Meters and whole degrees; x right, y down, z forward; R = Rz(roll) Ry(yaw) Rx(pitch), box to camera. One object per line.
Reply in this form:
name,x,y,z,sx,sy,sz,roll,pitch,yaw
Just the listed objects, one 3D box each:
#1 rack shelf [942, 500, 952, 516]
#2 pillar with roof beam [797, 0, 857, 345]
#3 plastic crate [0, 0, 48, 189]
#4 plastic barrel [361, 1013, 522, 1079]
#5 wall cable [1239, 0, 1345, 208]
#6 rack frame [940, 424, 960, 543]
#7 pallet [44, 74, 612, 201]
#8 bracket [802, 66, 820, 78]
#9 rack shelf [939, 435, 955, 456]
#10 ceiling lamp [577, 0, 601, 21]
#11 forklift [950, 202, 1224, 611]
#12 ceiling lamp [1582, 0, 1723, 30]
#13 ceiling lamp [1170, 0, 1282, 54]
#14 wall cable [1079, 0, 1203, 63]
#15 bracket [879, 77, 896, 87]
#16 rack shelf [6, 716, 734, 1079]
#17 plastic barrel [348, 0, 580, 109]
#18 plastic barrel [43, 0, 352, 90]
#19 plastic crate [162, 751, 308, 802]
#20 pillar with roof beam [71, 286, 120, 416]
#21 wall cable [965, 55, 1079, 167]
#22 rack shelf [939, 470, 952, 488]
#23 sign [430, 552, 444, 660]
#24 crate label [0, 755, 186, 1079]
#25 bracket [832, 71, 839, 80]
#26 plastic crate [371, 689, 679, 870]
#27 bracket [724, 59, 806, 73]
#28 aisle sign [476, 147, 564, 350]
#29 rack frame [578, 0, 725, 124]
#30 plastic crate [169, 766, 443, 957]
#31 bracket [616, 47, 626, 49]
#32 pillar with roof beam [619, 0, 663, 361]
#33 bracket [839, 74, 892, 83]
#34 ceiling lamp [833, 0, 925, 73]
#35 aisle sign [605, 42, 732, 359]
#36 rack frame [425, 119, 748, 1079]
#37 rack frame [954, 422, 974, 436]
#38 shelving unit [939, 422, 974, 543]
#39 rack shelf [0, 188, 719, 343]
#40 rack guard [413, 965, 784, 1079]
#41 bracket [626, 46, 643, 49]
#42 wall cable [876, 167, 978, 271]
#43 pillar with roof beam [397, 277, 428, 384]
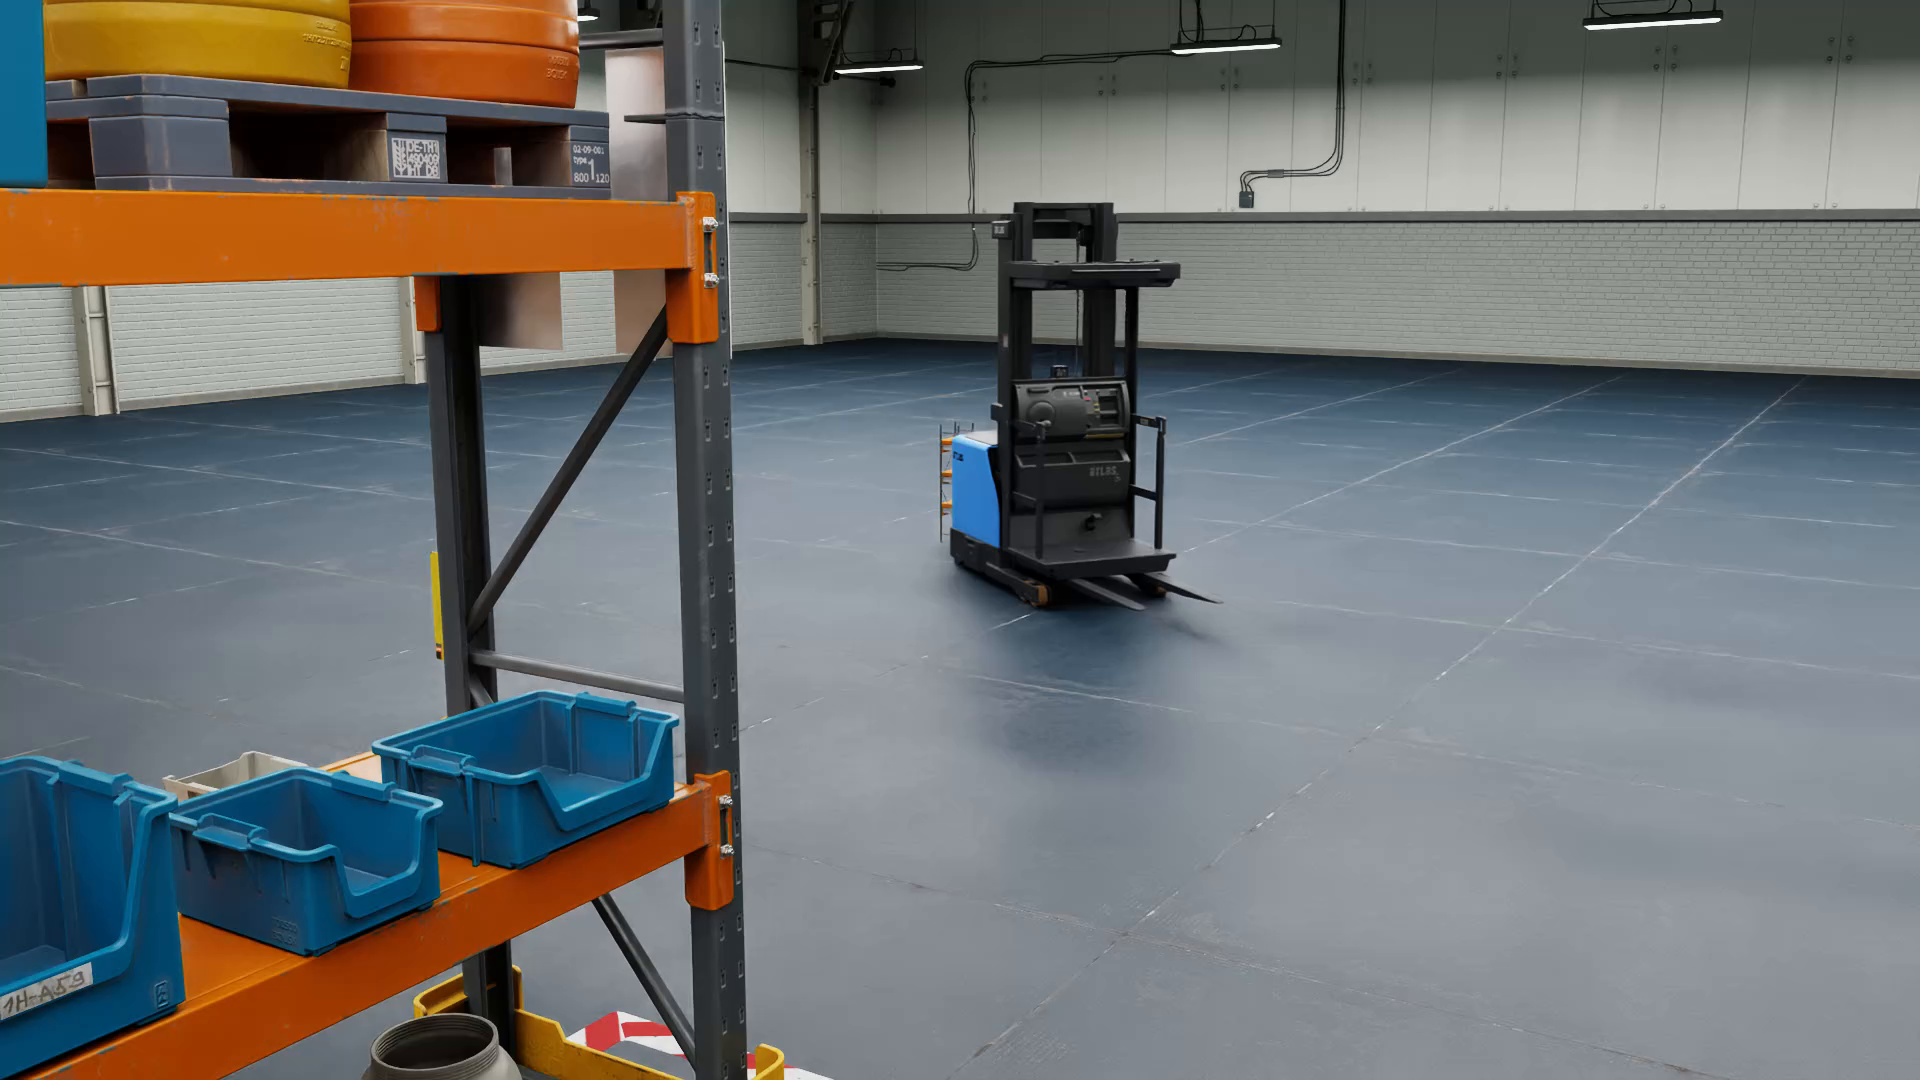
rack shelf,-0.028,-0.224,14.780,0.215,0.259,0.240,6,12,31
pillar with roof beam,0.127,-8.737,37.085,9.100,9.000,0.548,6,12,31
plastic crate,-1.781,-0.749,2.612,0.392,0.384,0.575,6,12,31
plastic barrel,-1.325,1.516,4.241,0.421,0.512,0.421,0,11,0
wall cable,7.213,-10.248,35.912,2.305,6.003,0.169,6,12,31
rack frame,-0.091,-0.488,14.625,0.200,1.050,0.008,6,12,31
pallet,-1.562,-0.872,3.739,1.003,0.211,1.213,6,12,31
bracket,-3.464,-10.819,38.421,0.235,0.232,0.430,6,12,31
rack shelf,-0.028,-0.776,14.677,0.215,0.259,0.240,6,12,31
ceiling lamp,-6.229,-9.524,25.422,2.000,3.185,0.800,6,12,31
forklift,0.939,-1.033,12.422,1.130,2.935,3.031,-4,11,-22
ceiling lamp,10.851,-9.576,25.701,2.000,3.185,0.800,6,12,31
ceiling lamp,4.817,-10.250,29.304,2.000,3.185,0.800,6,12,31
wall cable,4.065,-12.123,37.525,3.097,2.526,0.112,6,12,31
bracket,-1.803,-11.322,41.110,0.235,0.232,0.430,6,12,31
rack shelf,-2.087,1.057,3.029,1.077,0.370,4.000,6,12,31
plastic barrel,-1.192,-1.415,3.815,0.600,0.830,0.708,6,12,31
plastic barrel,-1.532,-1.194,3.288,0.600,0.588,0.600,0,11,0
plastic crate,-1.788,0.628,4.079,0.298,0.136,0.250,6,12,31
pillar with roof beam,-9.218,-5.907,21.964,9.100,9.000,0.400,6,12,31
wall cable,1.420,-10.183,39.523,3.097,2.526,0.112,6,12,31
rack shelf,-0.028,-0.497,14.729,0.215,0.259,0.240,6,12,31
sign,-1.516,0.199,4.902,0.100,0.325,0.005,6,12,31
crate label,-1.773,0.686,2.955,0.502,0.435,0.616,6,12,31
bracket,-3.033,-10.949,39.119,0.235,0.232,0.430,6,12,31
plastic crate,-1.053,0.569,4.083,0.499,0.251,0.616,6,12,31
bracket,-4.802,-10.414,36.257,0.076,0.066,4.783,6,12,31
aisle sign,-1.261,-0.929,4.613,0.394,0.787,0.004,6,12,31
rack frame,-1.048,-2.560,4.091,1.000,3.000,0.127,6,12,31
plastic crate,-1.395,0.670,3.541,0.499,0.251,0.408,6,12,31
bracket,-7.917,-9.470,31.217,0.076,0.066,4.783,6,12,31
pillar with roof beam,-2.988,-7.794,32.045,9.100,9.000,0.548,6,12,31
bracket,-2.109,-11.229,40.613,0.076,0.066,3.189,6,12,31
ceiling lamp,-1.499,-10.956,33.075,2.000,3.185,0.800,6,12,31
aisle sign,-0.757,-0.872,4.312,0.394,0.787,0.004,6,12,31
rack frame,-1.048,0.388,4.643,1.000,3.000,0.127,6,12,31
rack frame,0.036,-0.527,14.830,0.200,1.050,0.008,6,12,31
shelving unit,-0.028,-0.508,14.727,0.215,1.050,0.252,6,12,31
rack shelf,-2.087,-0.418,2.753,1.077,0.370,4.000,6,12,31
rack guard,-1.048,1.633,4.785,1.175,0.500,0.348,6,12,31
bracket,-6.579,-9.875,33.381,0.235,0.232,0.430,6,12,31
wall cable,-0.892,-7.959,41.368,3.097,2.526,0.112,6,12,31
pillar with roof beam,-6.103,-6.850,27.005,9.100,9.000,0.548,6,12,31
